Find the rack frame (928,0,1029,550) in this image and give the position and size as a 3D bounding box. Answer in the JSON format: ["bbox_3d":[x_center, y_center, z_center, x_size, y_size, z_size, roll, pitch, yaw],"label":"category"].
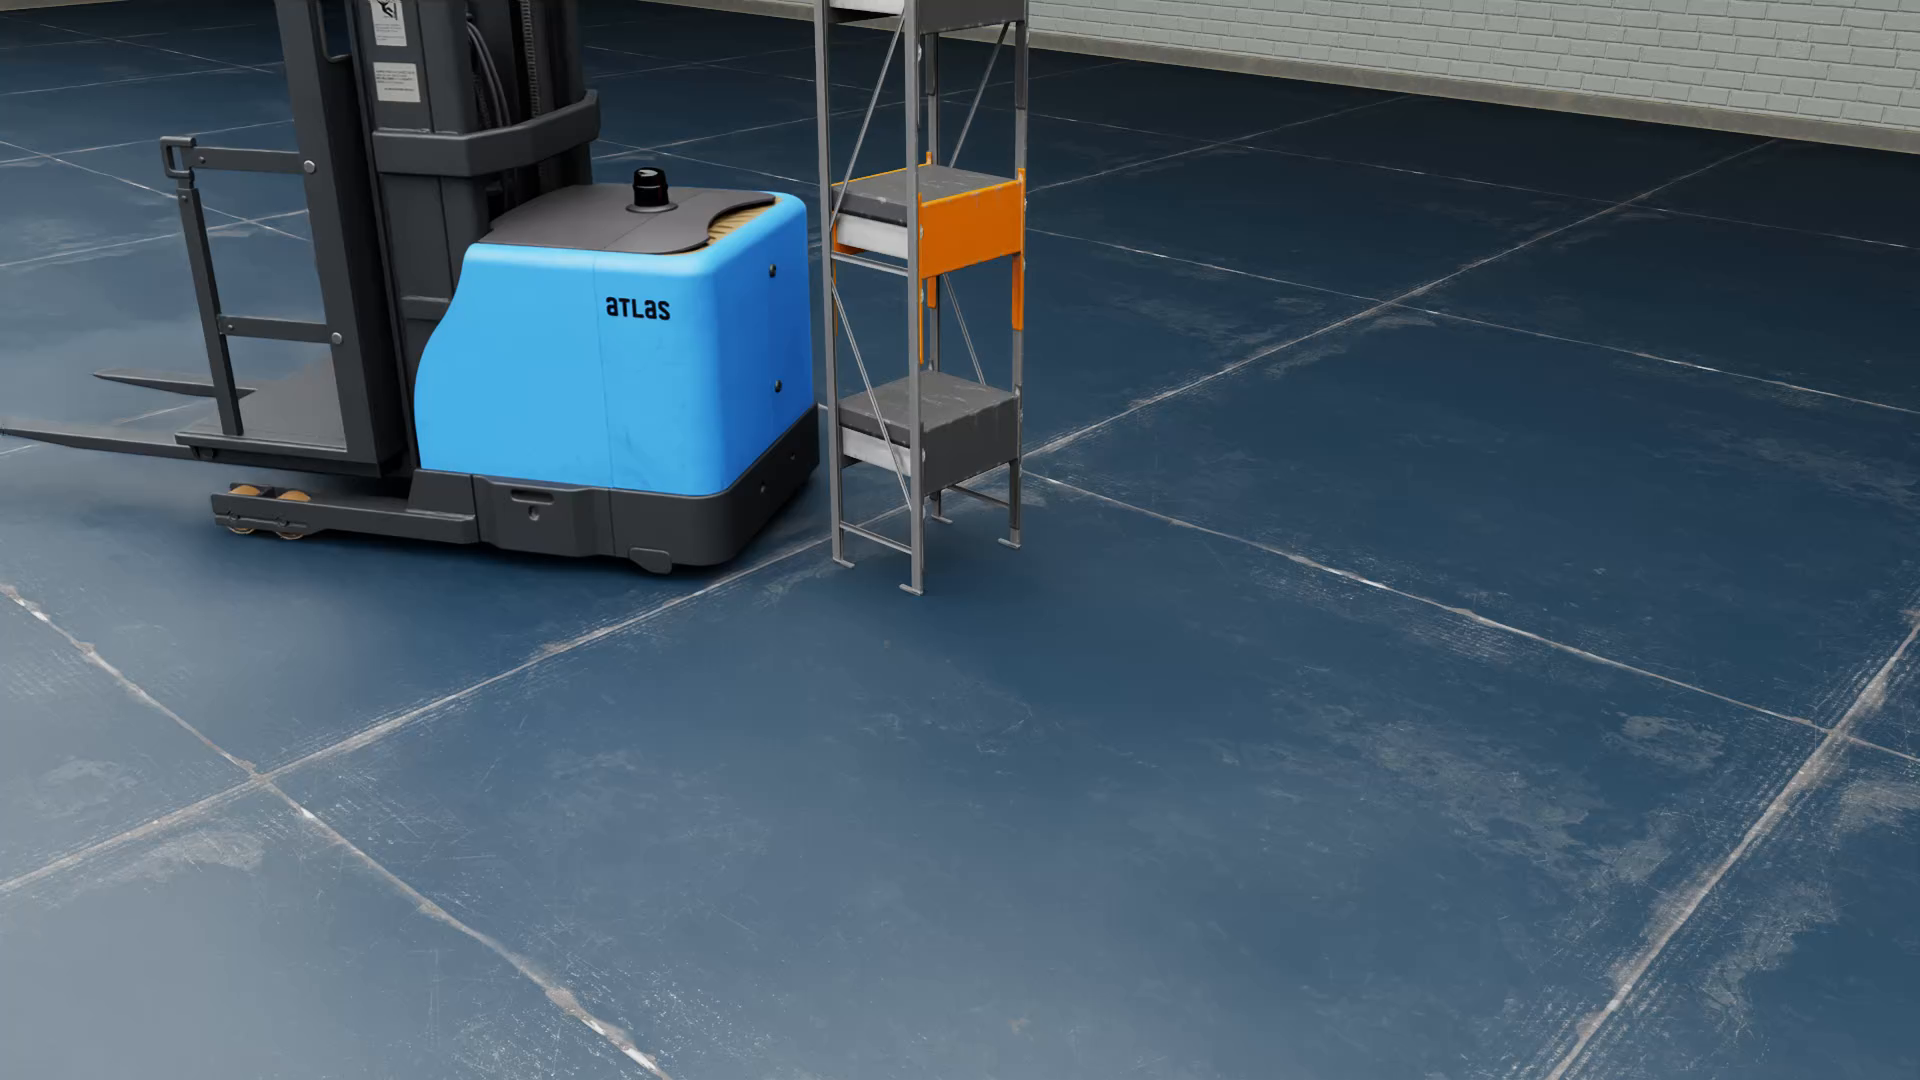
[{"bbox_3d":[0.052,-0.982,5.374,0.400,2.100,0.015,20,31,38],"label":"rack frame"}]

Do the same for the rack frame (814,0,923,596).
[{"bbox_3d":[-0.273,-0.833,5.042,0.400,2.100,0.015,20,31,38],"label":"rack frame"}]

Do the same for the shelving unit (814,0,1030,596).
[{"bbox_3d":[-0.110,-0.908,5.208,0.431,2.100,0.503,20,31,38],"label":"shelving unit"}]

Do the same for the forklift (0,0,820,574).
[{"bbox_3d":[-2.099,-1.539,5.600,3.031,2.935,1.130,6,25,13],"label":"forklift"}]

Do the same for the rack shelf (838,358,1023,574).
[{"bbox_3d":[-0.110,-0.256,5.500,0.431,0.518,0.480,20,31,38],"label":"rack shelf"}]

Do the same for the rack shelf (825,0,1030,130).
[{"bbox_3d":[-0.111,-1.534,4.927,0.431,0.518,0.480,20,31,38],"label":"rack shelf"}]

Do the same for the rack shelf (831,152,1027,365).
[{"bbox_3d":[-0.110,-0.895,5.214,0.431,0.518,0.480,20,31,38],"label":"rack shelf"}]
